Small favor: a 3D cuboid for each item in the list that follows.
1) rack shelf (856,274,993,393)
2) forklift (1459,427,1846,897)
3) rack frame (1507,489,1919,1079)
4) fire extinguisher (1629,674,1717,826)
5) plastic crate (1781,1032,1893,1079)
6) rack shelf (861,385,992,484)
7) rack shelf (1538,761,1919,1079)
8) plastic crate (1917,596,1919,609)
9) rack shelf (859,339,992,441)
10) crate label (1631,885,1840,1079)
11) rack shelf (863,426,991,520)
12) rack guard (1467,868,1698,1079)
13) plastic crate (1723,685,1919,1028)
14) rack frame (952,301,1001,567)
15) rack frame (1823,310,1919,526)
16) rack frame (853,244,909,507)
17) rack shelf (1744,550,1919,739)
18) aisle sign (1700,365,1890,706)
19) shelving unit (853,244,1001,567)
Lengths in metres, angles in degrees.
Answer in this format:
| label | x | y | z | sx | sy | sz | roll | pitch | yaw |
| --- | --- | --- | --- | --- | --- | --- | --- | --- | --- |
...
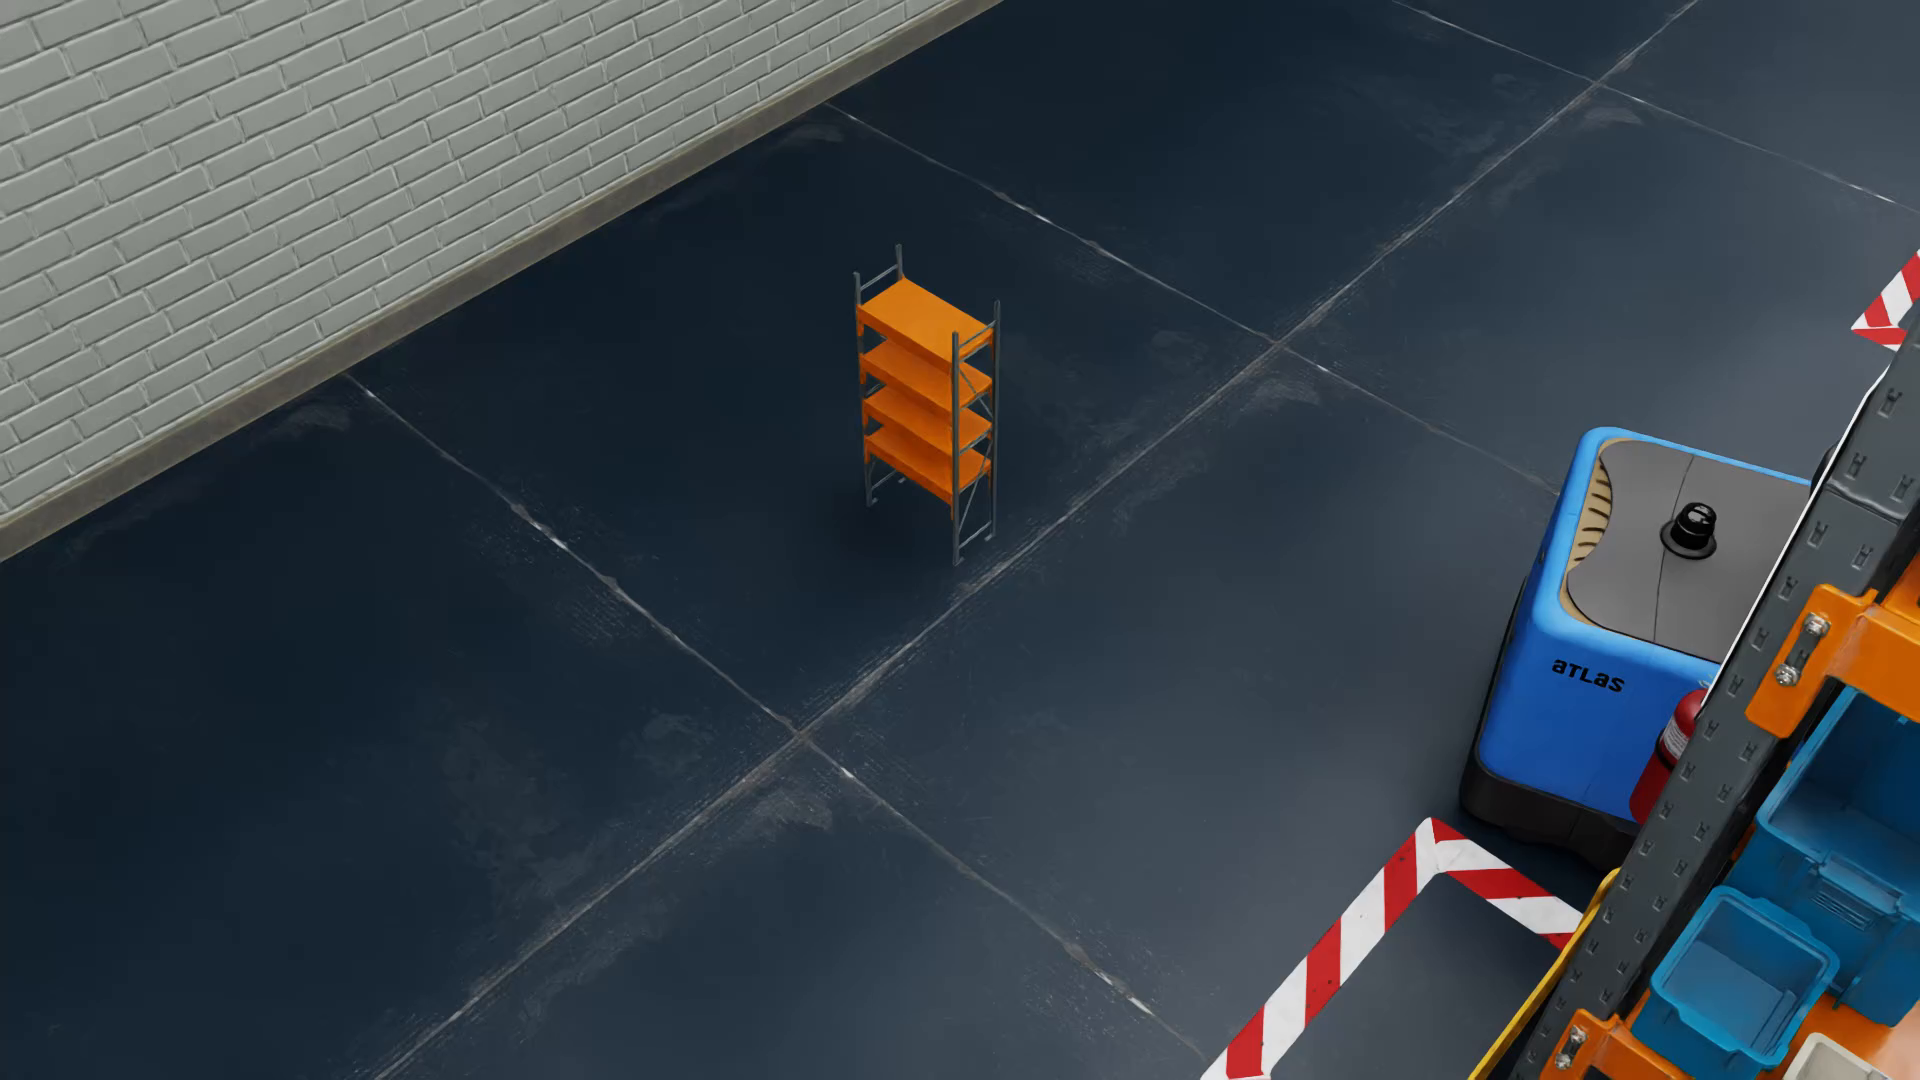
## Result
| label | x | y | z | sx | sy | sz | roll | pitch | yaw |
| --- | --- | --- | --- | --- | --- | --- | --- | --- | --- |
| rack shelf | -0.122 | -0.762 | 6.103 | 0.480 | 0.148 | 0.258 | 34 | 55 | 28 |
| forklift | 3.307 | 0.089 | 4.656 | 3.031 | 2.935 | 1.130 | 18 | 49 | 16 |
| rack frame | 1.794 | 0.706 | 4.029 | 0.127 | 3.000 | 1.000 | 34 | 55 | 28 |
| fire extinguisher | 1.991 | 0.542 | 4.492 | 0.183 | 0.674 | 0.296 | 34 | 55 | 28 |
| plastic crate | 1.932 | 1.277 | 3.633 | 0.298 | 0.136 | 0.250 | 34 | 55 | 28 |
| rack shelf | -0.122 | -0.446 | 6.438 | 0.480 | 0.148 | 0.258 | 34 | 55 | 28 |
| rack shelf | 3.264 | 1.941 | 3.363 | 4.000 | 0.370 | 1.077 | 34 | 55 | 28 |
| plastic crate | 1.888 | 0.064 | 2.665 | 0.590 | 0.269 | 0.497 | 34 | 55 | 28 |
| rack shelf | -0.122 | -0.600 | 6.275 | 0.480 | 0.148 | 0.258 | 34 | 55 | 28 |
| crate label | 1.752 | 1.041 | 3.788 | 0.303 | 0.233 | 0.416 | 34 | 55 | 28 |
| rack shelf | -0.122 | -0.311 | 6.583 | 0.480 | 0.148 | 0.258 | 34 | 55 | 28 |
| rack guard | 1.767 | 1.557 | 4.945 | 0.348 | 0.500 | 1.175 | 34 | 55 | 28 |
| plastic crate | 2.167 | 0.739 | 3.933 | 0.499 | 0.435 | 0.616 | 34 | 55 | 28 |
| rack frame | 0.058 | -0.372 | 6.276 | 0.015 | 1.200 | 0.240 | 34 | 55 | 28 |
| rack frame | 1.794 | -1.347 | 1.842 | 0.127 | 3.000 | 1.000 | 34 | 55 | 28 |
| rack frame | -0.301 | -0.613 | 6.503 | 0.015 | 1.200 | 0.240 | 34 | 55 | 28 |
| rack shelf | 3.264 | 0.915 | 2.270 | 4.000 | 0.370 | 1.077 | 34 | 55 | 28 |
| aisle sign | 1.540 | -0.060 | 2.966 | 0.004 | 0.787 | 0.394 | 34 | 55 | 28 |
| shelving unit | -0.122 | -0.493 | 6.389 | 0.503 | 1.200 | 0.258 | 34 | 55 | 28 |
